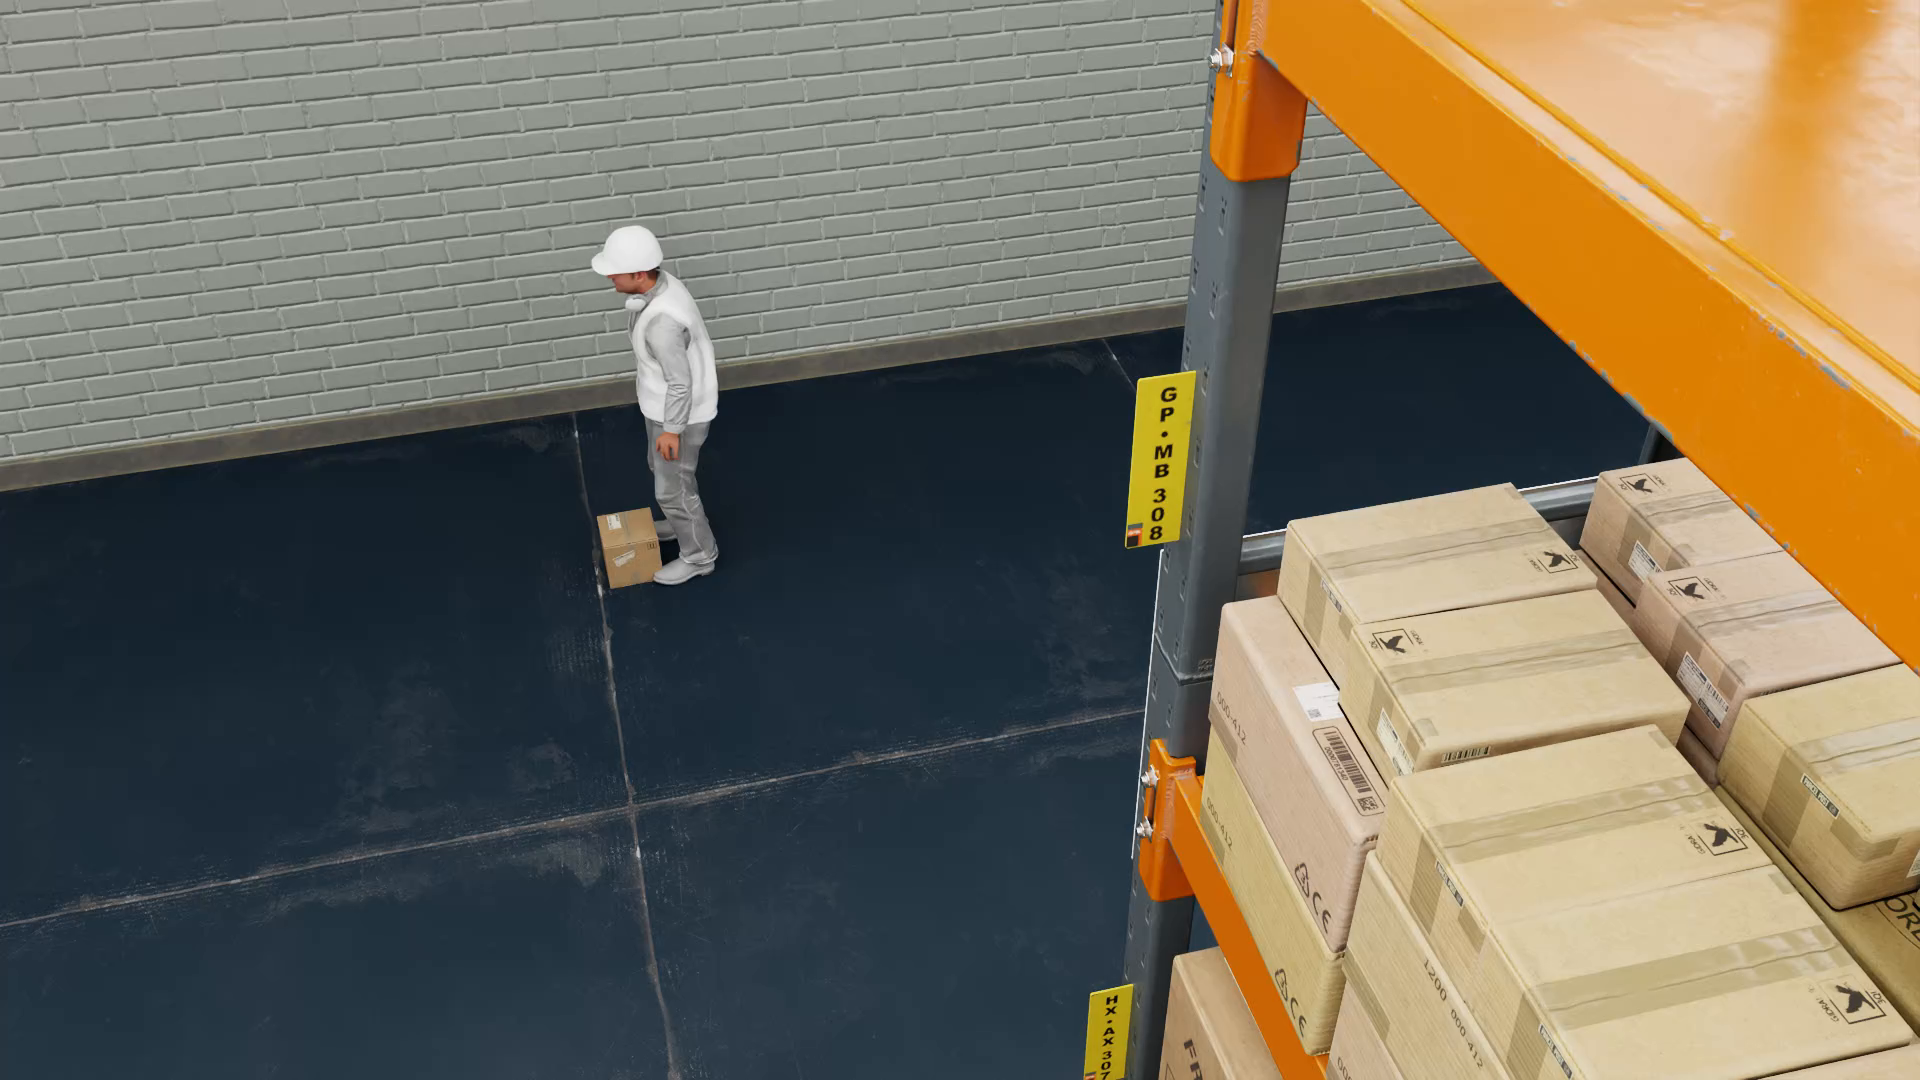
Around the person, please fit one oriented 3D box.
[{"bbox_3d":[-1.308,-0.608,7.410,0.466,1.771,0.586,-10,39,-13],"label":"person"}]
